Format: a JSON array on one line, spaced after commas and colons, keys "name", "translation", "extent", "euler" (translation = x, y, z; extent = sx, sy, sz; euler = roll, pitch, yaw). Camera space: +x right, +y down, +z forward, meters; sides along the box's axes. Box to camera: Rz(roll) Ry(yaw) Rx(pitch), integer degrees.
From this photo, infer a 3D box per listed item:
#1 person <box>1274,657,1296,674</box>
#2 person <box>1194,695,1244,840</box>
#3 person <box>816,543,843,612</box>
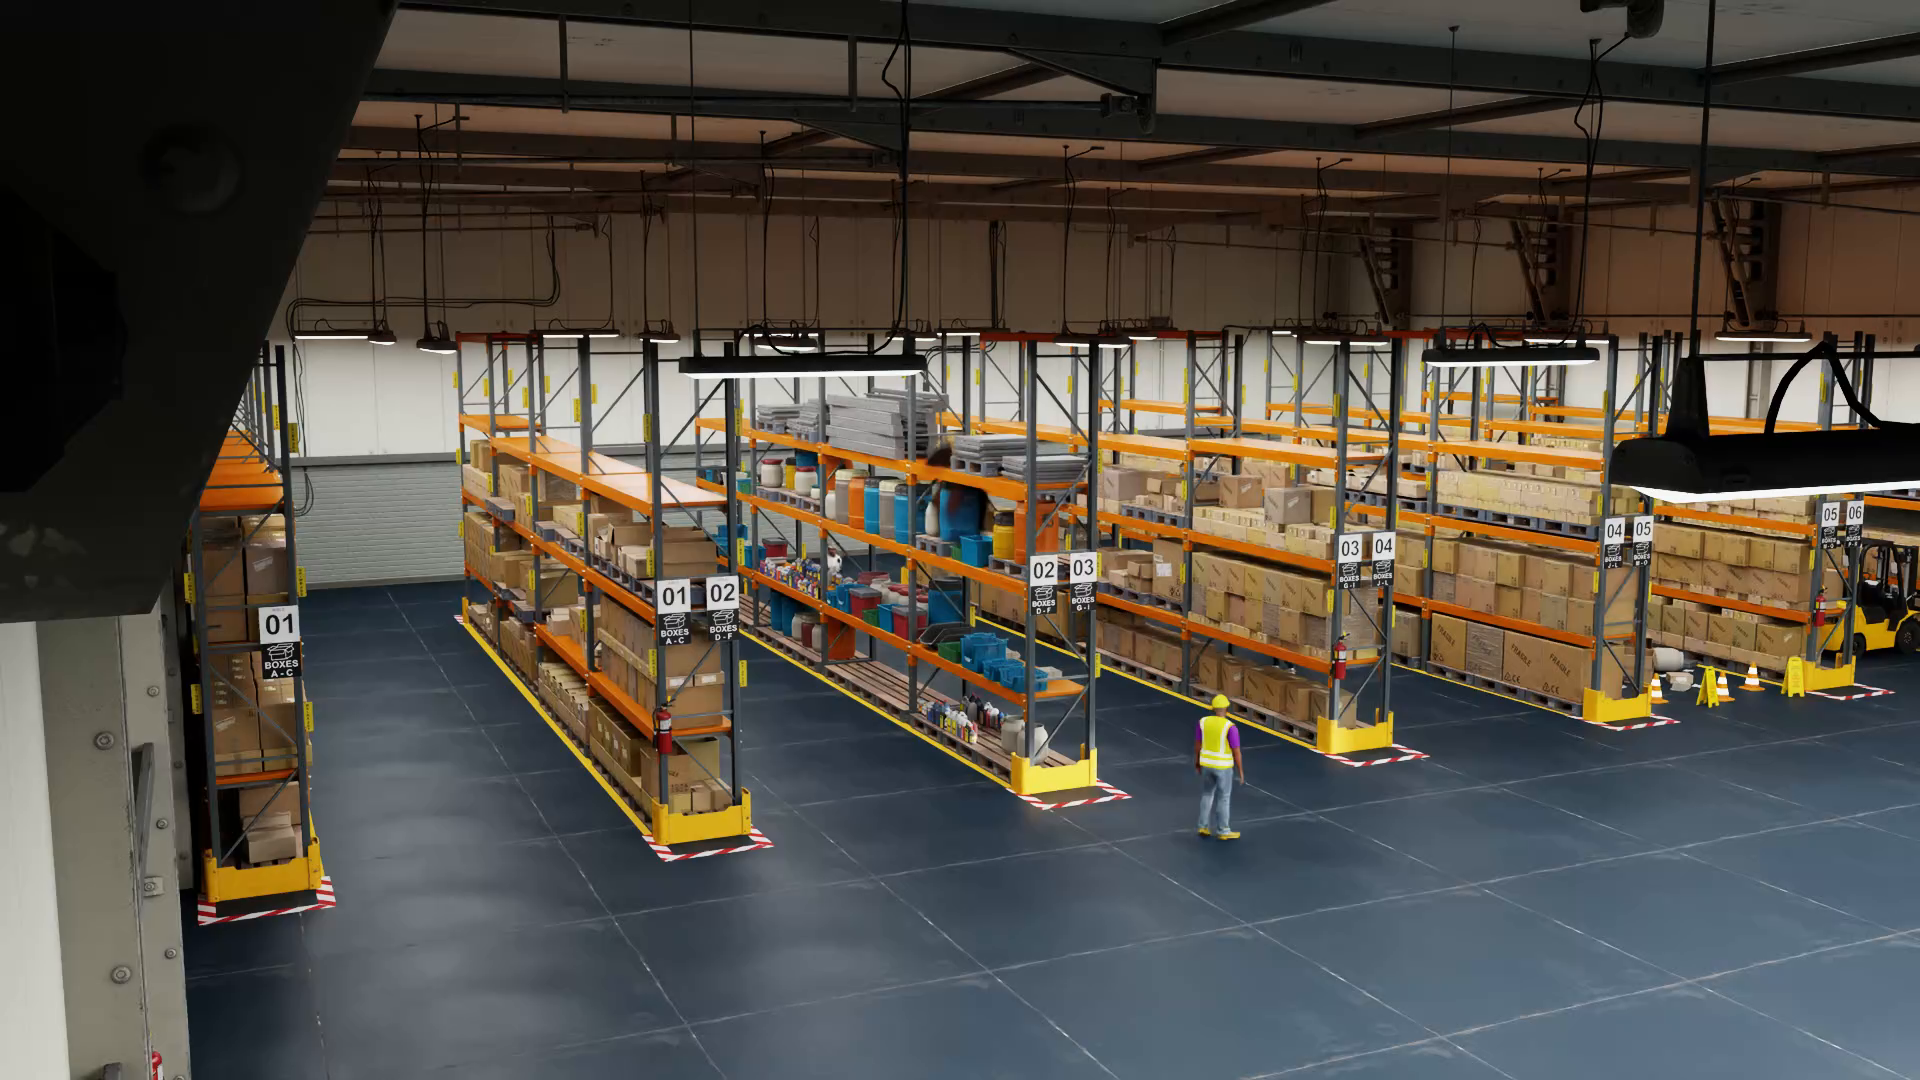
[{"name": "person", "translation": [5.707, 1.587, 29.538], "extent": [0.500, 1.573, 0.456], "euler": [0, 8, -2]}, {"name": "person", "translation": [3.151, 2.783, 20.201], "extent": [0.676, 1.839, 0.395], "euler": [7, 10, 40]}, {"name": "person", "translation": [-2.663, 0.855, 34.588], "extent": [0.494, 1.644, 0.939], "euler": [-5, 9, -34]}]
